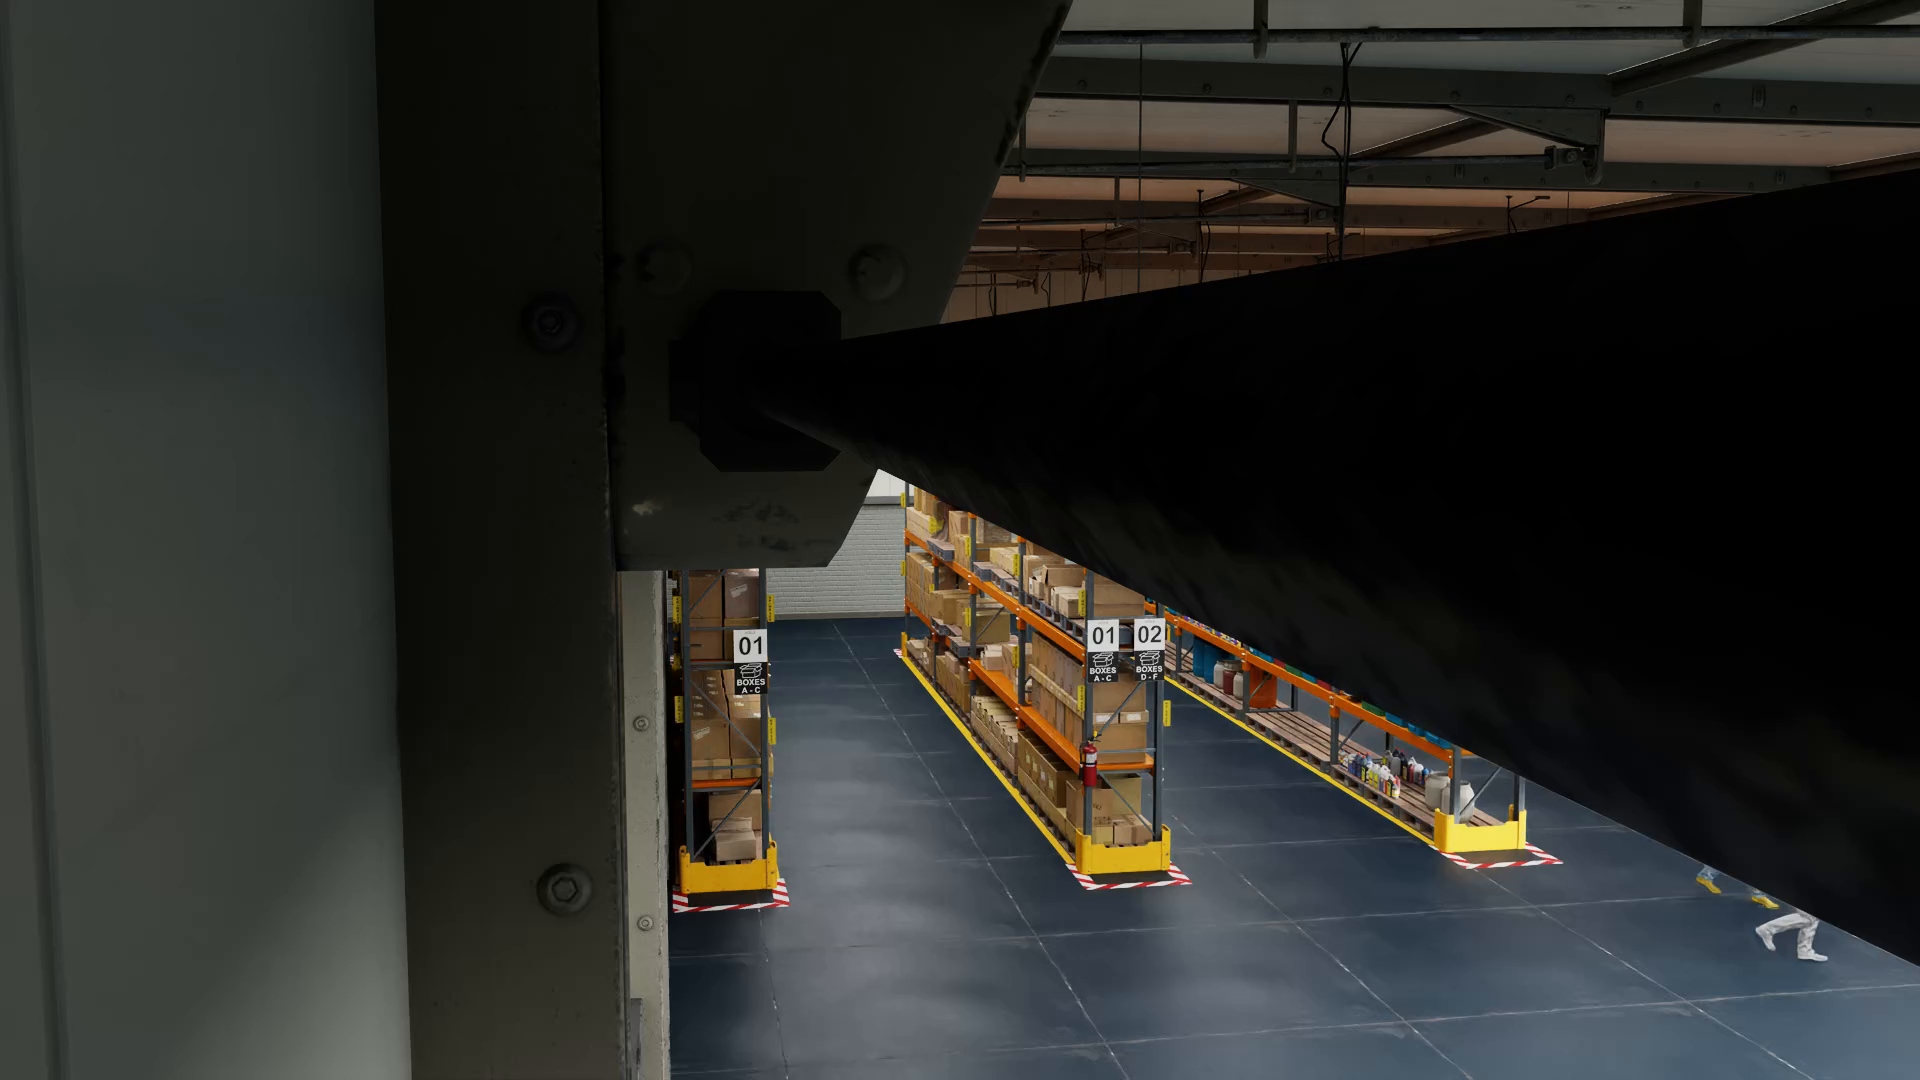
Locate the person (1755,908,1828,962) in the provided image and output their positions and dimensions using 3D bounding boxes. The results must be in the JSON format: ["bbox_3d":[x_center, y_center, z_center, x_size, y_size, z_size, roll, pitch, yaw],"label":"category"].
[{"bbox_3d":[8.909,3.627,17.759,0.752,1.757,0.685,1,6,14],"label":"person"}]

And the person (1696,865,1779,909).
[{"bbox_3d":[9.233,3.409,19.678,0.910,1.794,0.676,3,6,24],"label":"person"}]
